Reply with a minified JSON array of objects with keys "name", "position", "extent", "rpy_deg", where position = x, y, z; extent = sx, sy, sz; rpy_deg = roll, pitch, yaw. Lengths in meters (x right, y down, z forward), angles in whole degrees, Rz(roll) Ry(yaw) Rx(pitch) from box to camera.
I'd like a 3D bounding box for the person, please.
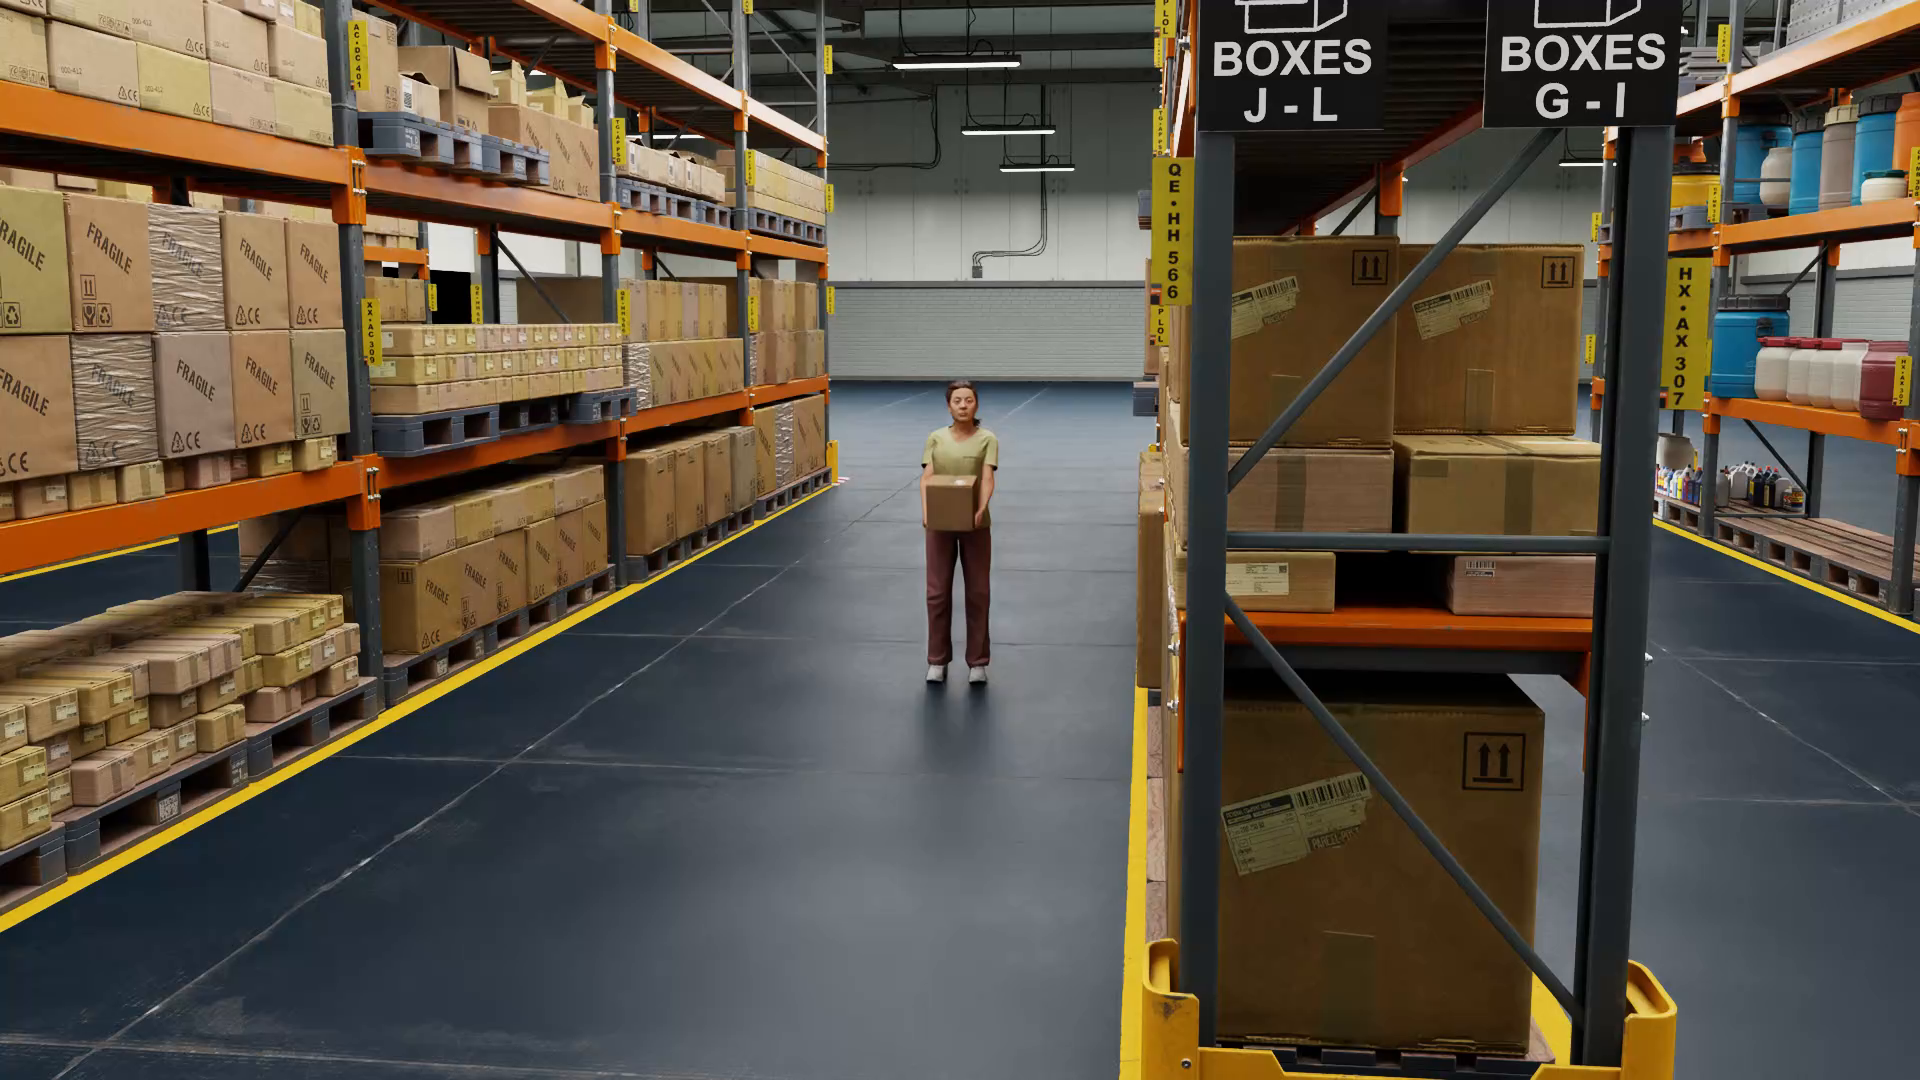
[{"name":"person","position":[-0.011,-0.042,9.163],"extent":[0.425,1.664,0.551],"rpy_deg":[1,8,7]}]
